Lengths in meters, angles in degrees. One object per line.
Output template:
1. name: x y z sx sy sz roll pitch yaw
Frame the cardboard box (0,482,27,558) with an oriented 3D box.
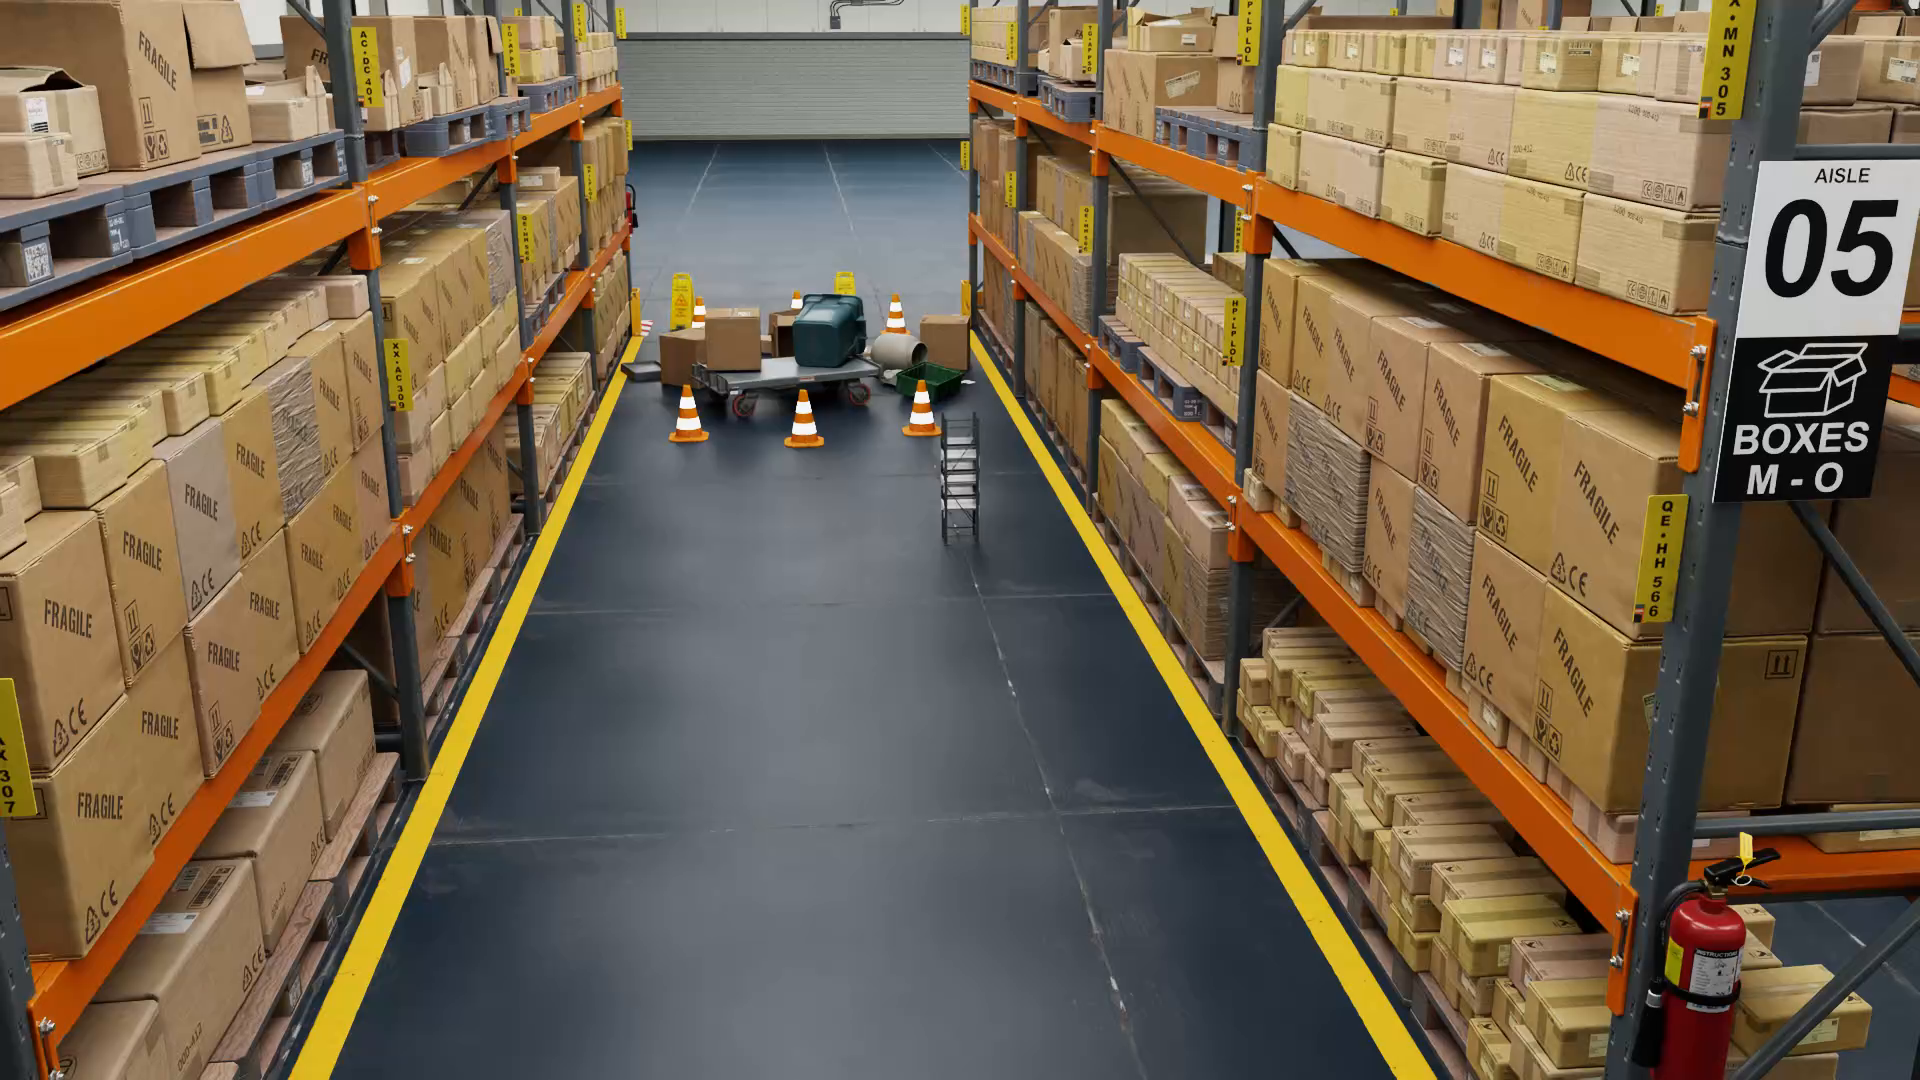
1. cardboard box: -2.412 -0.026 3.833 0.380 0.149 0.250 -1 17 -4

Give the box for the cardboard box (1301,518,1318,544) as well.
1. cardboard box: 1.734 -0.085 7.360 0.380 0.149 0.250 -3 18 -8

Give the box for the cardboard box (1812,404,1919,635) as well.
1. cardboard box: 2.480 -0.069 4.556 0.500 0.500 0.500 -2 18 -6

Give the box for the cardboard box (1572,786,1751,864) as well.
1. cardboard box: 1.948 0.771 4.633 0.380 0.149 0.250 -2 18 -6

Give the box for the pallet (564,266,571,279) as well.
1. pallet: -3.954 -2.329 14.407 1.003 0.211 1.213 -2 18 -6

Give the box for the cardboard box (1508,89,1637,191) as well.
1. cardboard box: 1.908 -1.140 4.709 0.500 0.250 0.500 -2 18 -7

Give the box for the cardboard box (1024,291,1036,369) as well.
1. cardboard box: 1.029 -2.212 16.560 0.875 0.875 0.875 -2 17 -5

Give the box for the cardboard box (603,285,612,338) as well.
1. cardboard box: -3.748 -2.242 16.448 0.500 0.500 0.500 -1 17 -3

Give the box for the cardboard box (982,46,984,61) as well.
1. cardboard box: 0.433 -5.174 17.693 0.380 0.149 0.250 -2 18 -5

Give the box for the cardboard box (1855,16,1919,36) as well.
1. cardboard box: 6.516 -3.268 11.198 0.797 0.503 0.637 -1 17 -2

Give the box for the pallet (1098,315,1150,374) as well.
1. pallet: 1.617 -1.343 11.268 1.213 0.211 1.003 -2 18 -6

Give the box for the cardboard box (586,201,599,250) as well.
1. cardboard box: -3.657 -2.982 15.504 0.500 0.500 0.500 -2 18 -6

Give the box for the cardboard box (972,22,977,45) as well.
1. cardboard box: 0.407 -5.625 18.465 0.500 0.250 0.500 -2 18 -6

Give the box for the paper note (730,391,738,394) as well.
1. paper note: -2.246 -1.447 16.234 0.148 0.019 0.142 -2 18 -6

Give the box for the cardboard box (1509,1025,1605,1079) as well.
1. cardboard box: 1.924 1.609 5.106 0.380 0.149 0.250 -2 18 -7

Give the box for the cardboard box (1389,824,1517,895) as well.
1. cardboard box: 1.787 1.158 6.045 0.380 0.149 0.250 -1 17 -4

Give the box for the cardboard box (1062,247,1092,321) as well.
1. cardboard box: 1.074 -1.966 12.765 0.500 0.500 0.500 -2 18 -6

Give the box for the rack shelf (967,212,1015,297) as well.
1. rack shelf: 0.818 -3.088 17.707 1.077 0.370 4.000 -2 18 -6

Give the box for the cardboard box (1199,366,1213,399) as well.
1. cardboard box: 1.535 -0.871 9.162 0.380 0.149 0.250 -3 18 -8

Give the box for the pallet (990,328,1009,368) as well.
1. pallet: 0.895 -2.098 18.009 1.003 0.211 1.213 -2 18 -6

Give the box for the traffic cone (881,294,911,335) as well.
1. traffic cone: -0.745 -2.615 19.234 0.336 0.463 0.334 -2 18 -6

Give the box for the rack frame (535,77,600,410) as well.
1. rack frame: -3.888 -2.653 15.118 1.000 3.000 0.127 -2 18 -6

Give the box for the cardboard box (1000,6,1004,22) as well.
1. cardboard box: 0.593 -5.099 16.123 0.380 0.149 0.250 -1 17 -5

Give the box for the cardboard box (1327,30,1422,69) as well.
1. cardboard box: 1.716 -1.991 6.754 0.380 0.149 0.250 -2 18 -6

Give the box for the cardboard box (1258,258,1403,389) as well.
1. cardboard box: 1.654 -0.977 7.448 0.500 0.500 0.500 -1 17 -4

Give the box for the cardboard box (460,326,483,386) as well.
1. cardboard box: -2.990 -1.032 9.372 0.500 0.250 0.500 -2 18 -7

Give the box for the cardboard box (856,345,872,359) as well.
1. cardboard box: -0.984 -1.986 17.561 0.396 0.266 0.258 1 17 4

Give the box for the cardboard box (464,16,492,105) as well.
1. cardboard box: -3.185 -2.851 9.874 0.700 0.500 0.500 -3 18 -8

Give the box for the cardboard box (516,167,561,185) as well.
1. cardboard box: -3.532 -3.017 13.830 0.380 0.149 0.250 -2 18 -7

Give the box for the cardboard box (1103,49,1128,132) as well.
1. cardboard box: 1.232 -2.944 10.873 0.500 0.500 0.500 -2 18 -6

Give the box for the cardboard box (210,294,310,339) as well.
1. cardboard box: -2.780 -0.865 6.505 0.380 0.149 0.250 -2 18 -6

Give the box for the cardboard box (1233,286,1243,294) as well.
1. cardboard box: 2.000 -1.575 10.909 0.380 0.149 0.250 -1 17 -4

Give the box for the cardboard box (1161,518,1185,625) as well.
1. cardboard box: 1.470 0.175 9.585 0.500 0.500 0.500 -2 18 -7

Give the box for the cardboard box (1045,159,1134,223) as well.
1. cardboard box: 1.137 -3.059 14.578 0.700 0.500 0.500 -2 18 -7

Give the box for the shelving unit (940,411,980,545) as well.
1. shelving unit: 0.001 -0.427 11.535 0.258 0.900 0.210 -2 18 -6

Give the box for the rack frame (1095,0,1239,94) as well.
1. rack frame: 1.437 -4.506 11.007 1.000 3.000 0.127 -2 18 -6

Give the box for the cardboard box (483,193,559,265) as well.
1. cardboard box: -3.458 -2.454 13.122 0.500 0.500 0.500 -2 18 -8

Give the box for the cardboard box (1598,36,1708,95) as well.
1. cardboard box: 1.981 -1.292 4.526 0.380 0.149 0.250 -2 18 -7

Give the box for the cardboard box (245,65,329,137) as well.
1. cardboard box: -2.679 -1.704 6.445 0.396 0.266 0.258 -1 17 -4

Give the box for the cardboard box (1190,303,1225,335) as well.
1. cardboard box: 1.512 -1.239 9.340 0.380 0.149 0.250 -2 18 -7

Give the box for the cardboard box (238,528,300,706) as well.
1. cardboard box: -2.597 0.272 5.635 0.500 0.500 0.500 -1 17 -4

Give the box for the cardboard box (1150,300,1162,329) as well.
1. cardboard box: 1.399 -1.406 10.371 0.380 0.149 0.250 -2 18 -6

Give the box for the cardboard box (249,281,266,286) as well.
1. cardboard box: -3.359 -0.919 7.761 0.500 0.500 0.500 -1 17 -4

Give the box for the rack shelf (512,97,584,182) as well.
1. rack shelf: -3.682 -3.145 12.879 1.077 0.370 4.000 -2 18 -6

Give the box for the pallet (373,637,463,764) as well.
1. pallet: -3.218 0.834 8.669 1.003 0.211 1.213 -2 18 -6

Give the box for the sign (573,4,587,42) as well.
1. sign: -3.337 -4.536 14.591 0.100 0.325 0.005 -2 18 -6

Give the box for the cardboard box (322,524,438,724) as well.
1. cardboard box: -3.207 0.362 8.362 0.875 0.875 0.875 -1 17 -4

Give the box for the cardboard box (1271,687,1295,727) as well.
1. cardboard box: 1.684 0.756 7.822 0.380 0.149 0.250 -2 18 -5

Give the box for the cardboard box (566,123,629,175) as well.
1. cardboard box: -3.831 -4.066 17.287 0.700 0.500 0.500 -2 18 -6

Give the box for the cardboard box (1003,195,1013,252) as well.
1. cardboard box: 0.896 -3.180 16.547 0.875 0.550 0.550 -2 18 -6

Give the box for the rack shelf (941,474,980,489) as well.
1. rack shelf: 0.001 -0.395 11.545 0.258 0.077 0.200 -2 18 -6

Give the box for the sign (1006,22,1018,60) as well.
1. sign: 0.473 -4.534 15.107 0.100 0.325 0.005 -2 18 -6

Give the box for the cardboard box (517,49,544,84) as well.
1. cardboard box: -3.585 -3.740 13.124 0.500 0.250 0.500 -2 17 -5

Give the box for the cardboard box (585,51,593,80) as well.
1. cardboard box: -3.724 -4.447 15.580 0.500 0.250 0.500 -2 18 -6

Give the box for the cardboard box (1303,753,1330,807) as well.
1. cardboard box: 1.749 1.052 7.377 0.380 0.149 0.250 -2 18 -7
